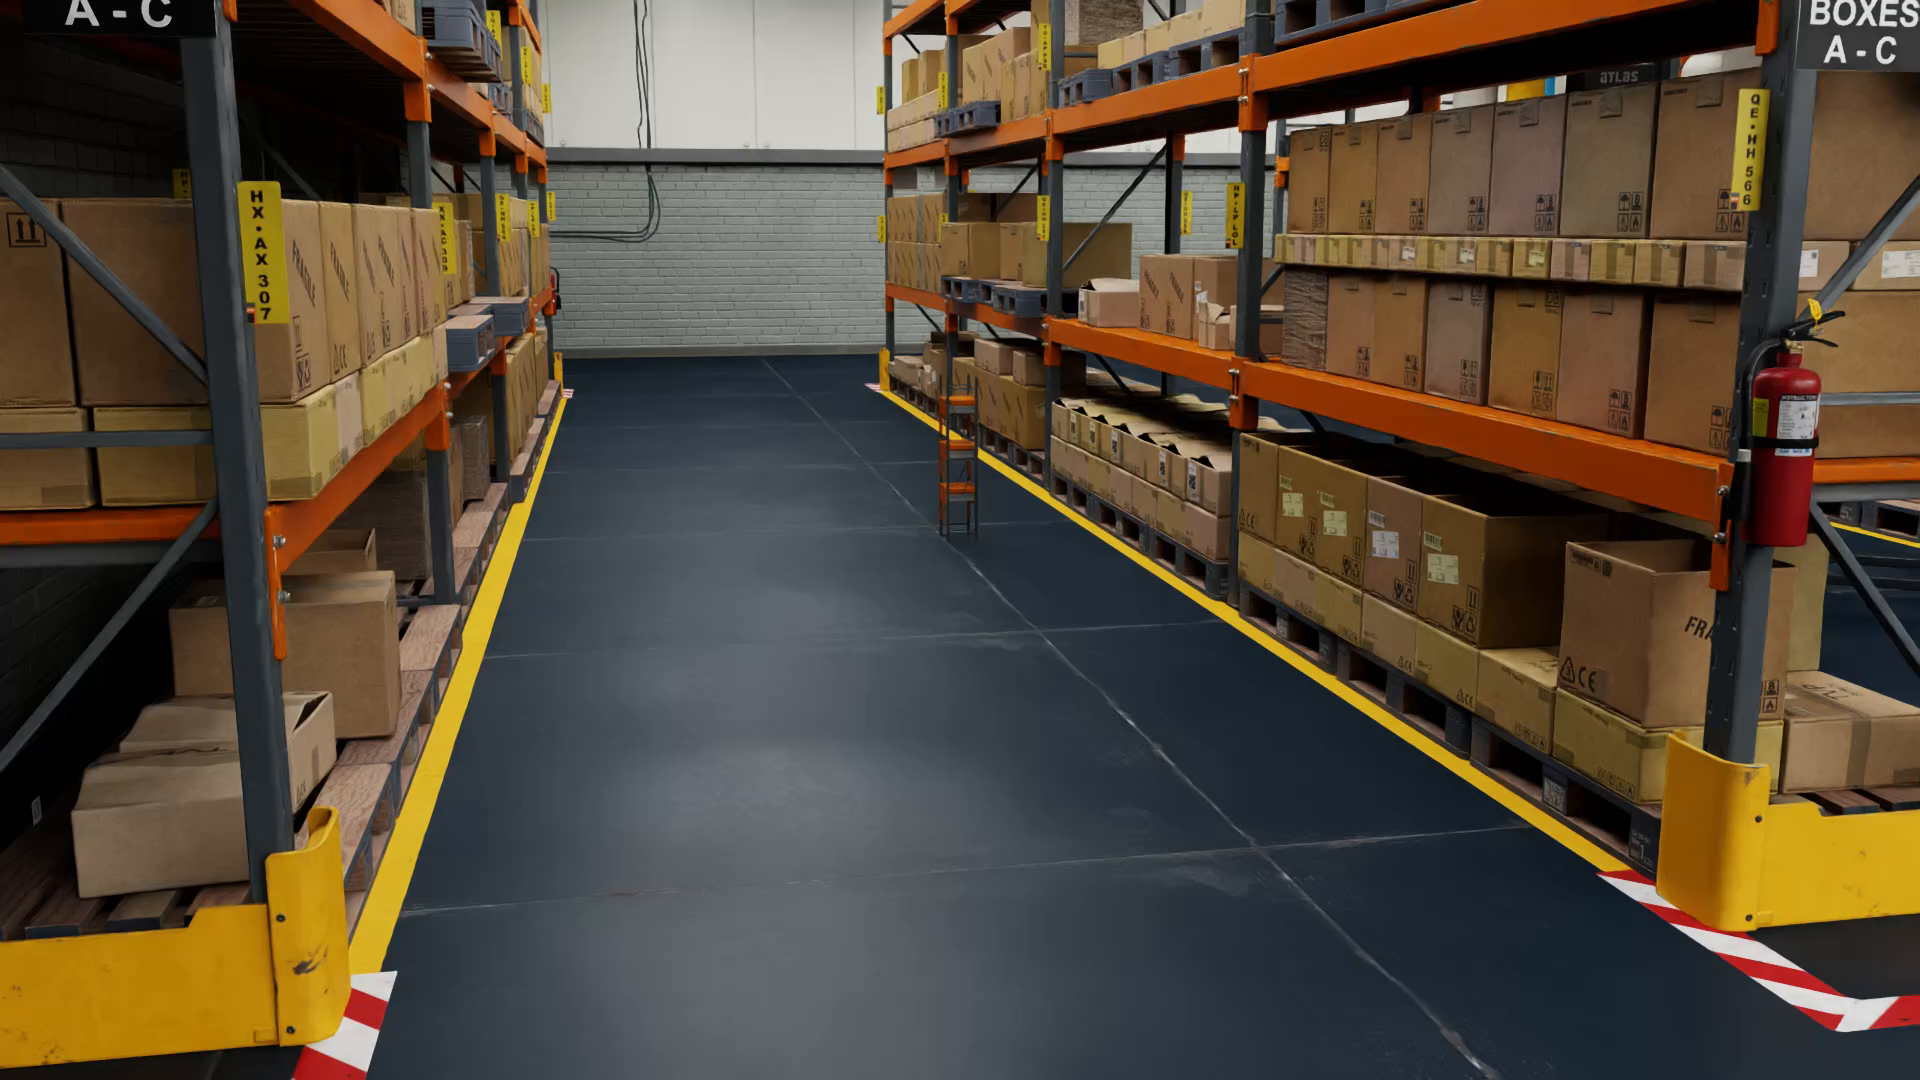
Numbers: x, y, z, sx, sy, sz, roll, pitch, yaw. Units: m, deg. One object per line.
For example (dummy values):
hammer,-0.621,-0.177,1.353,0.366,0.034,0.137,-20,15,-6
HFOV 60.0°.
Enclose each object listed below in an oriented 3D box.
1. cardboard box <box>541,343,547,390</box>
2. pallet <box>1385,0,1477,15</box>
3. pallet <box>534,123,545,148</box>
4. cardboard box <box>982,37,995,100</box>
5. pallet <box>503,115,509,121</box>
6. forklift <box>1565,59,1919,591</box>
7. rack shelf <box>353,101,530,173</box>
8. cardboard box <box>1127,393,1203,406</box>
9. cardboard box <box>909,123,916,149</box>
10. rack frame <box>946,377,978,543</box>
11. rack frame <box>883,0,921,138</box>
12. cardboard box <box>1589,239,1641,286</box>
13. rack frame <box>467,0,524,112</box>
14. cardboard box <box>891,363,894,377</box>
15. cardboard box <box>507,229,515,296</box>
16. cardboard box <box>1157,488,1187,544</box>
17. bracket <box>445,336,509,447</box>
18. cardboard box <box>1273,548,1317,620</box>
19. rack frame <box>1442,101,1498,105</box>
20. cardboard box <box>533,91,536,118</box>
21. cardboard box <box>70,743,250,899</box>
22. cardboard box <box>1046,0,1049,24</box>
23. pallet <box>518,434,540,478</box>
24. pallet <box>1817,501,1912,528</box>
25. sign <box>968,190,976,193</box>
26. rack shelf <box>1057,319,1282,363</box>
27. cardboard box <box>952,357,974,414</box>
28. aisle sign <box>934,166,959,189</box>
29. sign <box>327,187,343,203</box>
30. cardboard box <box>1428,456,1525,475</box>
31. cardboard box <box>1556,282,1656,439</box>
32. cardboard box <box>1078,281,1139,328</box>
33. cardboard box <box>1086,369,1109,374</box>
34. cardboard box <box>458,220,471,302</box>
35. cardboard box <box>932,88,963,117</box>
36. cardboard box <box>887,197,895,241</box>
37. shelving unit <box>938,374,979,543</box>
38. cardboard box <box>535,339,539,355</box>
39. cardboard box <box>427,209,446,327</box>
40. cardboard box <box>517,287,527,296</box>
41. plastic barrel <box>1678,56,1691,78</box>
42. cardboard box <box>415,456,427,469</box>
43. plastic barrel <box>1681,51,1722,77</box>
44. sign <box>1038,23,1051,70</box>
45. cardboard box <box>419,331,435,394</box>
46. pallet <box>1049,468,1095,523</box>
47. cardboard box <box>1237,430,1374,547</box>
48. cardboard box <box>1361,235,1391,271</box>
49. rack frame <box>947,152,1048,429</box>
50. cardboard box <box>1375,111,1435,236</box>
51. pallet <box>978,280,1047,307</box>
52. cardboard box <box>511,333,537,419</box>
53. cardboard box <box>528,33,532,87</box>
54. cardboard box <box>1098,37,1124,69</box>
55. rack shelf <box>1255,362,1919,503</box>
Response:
cardboard box,-4.932,-1.918,18.312,0.700,0.500,0.500,-2,11,-11
pallet,2.354,-2.187,6.379,1.003,0.211,1.213,-2,11,-11
pallet,-5.109,-4.450,18.270,1.003,0.211,1.213,-2,11,-11
cardboard box,0.551,-4.164,14.873,0.600,0.600,0.600,-2,11,-12
pallet,-4.105,-3.391,12.970,1.003,0.211,1.213,-2,11,-8
forklift,4.026,-1.139,8.842,3.031,2.935,1.130,4,12,21
rack shelf,-4.097,-3.176,13.260,1.077,0.370,4.000,-2,11,-11
cardboard box,1.494,-0.913,12.204,0.500,0.311,0.500,-2,11,-10
cardboard box,-0.268,-4.358,17.948,0.500,0.250,0.500,-2,11,-11
rack frame,0.013,-0.503,10.532,0.200,1.050,0.008,-2,11,-11
rack frame,-0.405,-6.284,19.644,1.000,3.000,0.127,-2,11,-11
cardboard box,2.343,-0.928,5.547,0.380,0.149,0.250,-2,11,-12
rack frame,-4.486,-5.369,14.839,1.000,3.000,0.127,-2,11,-11
cardboard box,-0.612,-2.026,19.719,0.380,0.166,0.250,-2,11,-11
cardboard box,-3.644,-2.088,12.530,0.500,0.500,0.500,-2,11,-9
cardboard box,1.467,-0.150,9.691,0.500,0.250,0.500,-2,11,-12
bracket,11.627,-3.727,10.569,30.936,5.461,7.100,-2,11,-11
cardboard box,1.814,0.197,7.872,0.500,0.250,0.500,-2,11,-11
rack frame,5.232,-5.730,16.732,1.000,3.000,0.127,-2,11,-11
cardboard box,-4.554,-4.402,16.788,0.500,0.250,0.500,-2,11,-13
cardboard box,-2.198,0.753,4.731,0.500,0.311,0.500,-3,11,-17
cardboard box,0.973,-4.057,13.026,0.500,0.500,0.500,-2,11,-11
pallet,-4.021,-0.689,13.754,1.003,0.211,1.213,-2,11,-11
pallet,6.357,-0.312,11.772,1.003,0.211,1.213,-2,11,-11
sign,0.143,-4.077,20.154,0.100,0.325,0.005,-2,11,-11
rack shelf,1.540,-1.245,10.618,0.919,0.124,3.809,-2,11,-11
cardboard box,0.228,-1.494,16.030,0.500,0.500,0.500,-3,11,-14
aisle sign,-0.118,-4.637,20.086,0.394,0.787,0.004,-2,11,-11
sign,-4.252,-2.237,11.328,0.100,0.325,0.005,-2,11,-11
cardboard box,2.420,-0.099,7.419,0.500,0.500,0.500,-2,11,-11
cardboard box,2.521,-0.634,5.735,0.700,0.500,0.500,-2,11,-10
cardboard box,1.135,-1.655,11.605,0.500,0.311,0.500,-2,11,-12
cardboard box,1.036,-1.235,14.671,0.500,0.500,0.500,-3,11,-13
cardboard box,-3.471,-1.766,10.511,0.700,0.500,0.500,-3,11,-16
cardboard box,0.012,-4.328,16.454,0.500,0.250,0.500,-2,11,-11
cardboard box,-0.578,-3.786,19.624,0.500,0.500,0.500,-2,11,-9
shelving unit,-0.010,-0.526,10.650,0.215,1.050,0.252,-2,11,-11
cardboard box,-4.418,-1.930,16.639,0.380,0.149,0.250,-2,11,-9
cardboard box,-2.534,-1.184,7.237,0.500,0.500,0.500,-2,11,-11
cardboard box,-3.955,-2.116,14.410,0.380,0.149,0.250,-2,11,-11
plastic barrel,5.903,-4.044,13.626,0.600,0.830,0.708,-2,11,-11
cardboard box,-3.239,-0.170,9.078,0.700,0.500,0.500,-2,11,-12
plastic barrel,5.770,-3.509,12.790,0.421,0.512,0.421,0,11,0
sign,0.618,-3.578,12.065,0.100,0.325,0.005,-2,11,-11
cardboard box,-2.452,-0.724,6.823,0.500,0.250,0.500,-2,11,-11
pallet,1.272,-0.347,11.956,1.003,0.211,1.213,-2,11,-11
cardboard box,1.712,-0.263,8.283,0.500,0.500,0.500,-2,11,-11
cardboard box,1.991,-1.260,7.291,0.380,0.149,0.250,-2,11,-13
rack frame,0.373,-2.603,16.350,1.000,3.000,0.127,-2,11,-11
cardboard box,2.217,-1.557,7.115,0.700,0.500,0.500,-2,11,-11
pallet,0.768,-2.132,14.387,1.003,0.211,1.213,-2,11,-11
cardboard box,-4.232,-1.458,14.961,0.750,0.750,0.750,-2,11,-10
cardboard box,-4.455,-4.681,16.250,0.500,0.500,0.500,-2,11,-12
cardboard box,1.294,-3.394,11.764,0.500,0.250,0.500,-3,11,-15
rack shelf,2.318,-0.512,6.763,0.919,0.124,3.809,-2,11,-11
